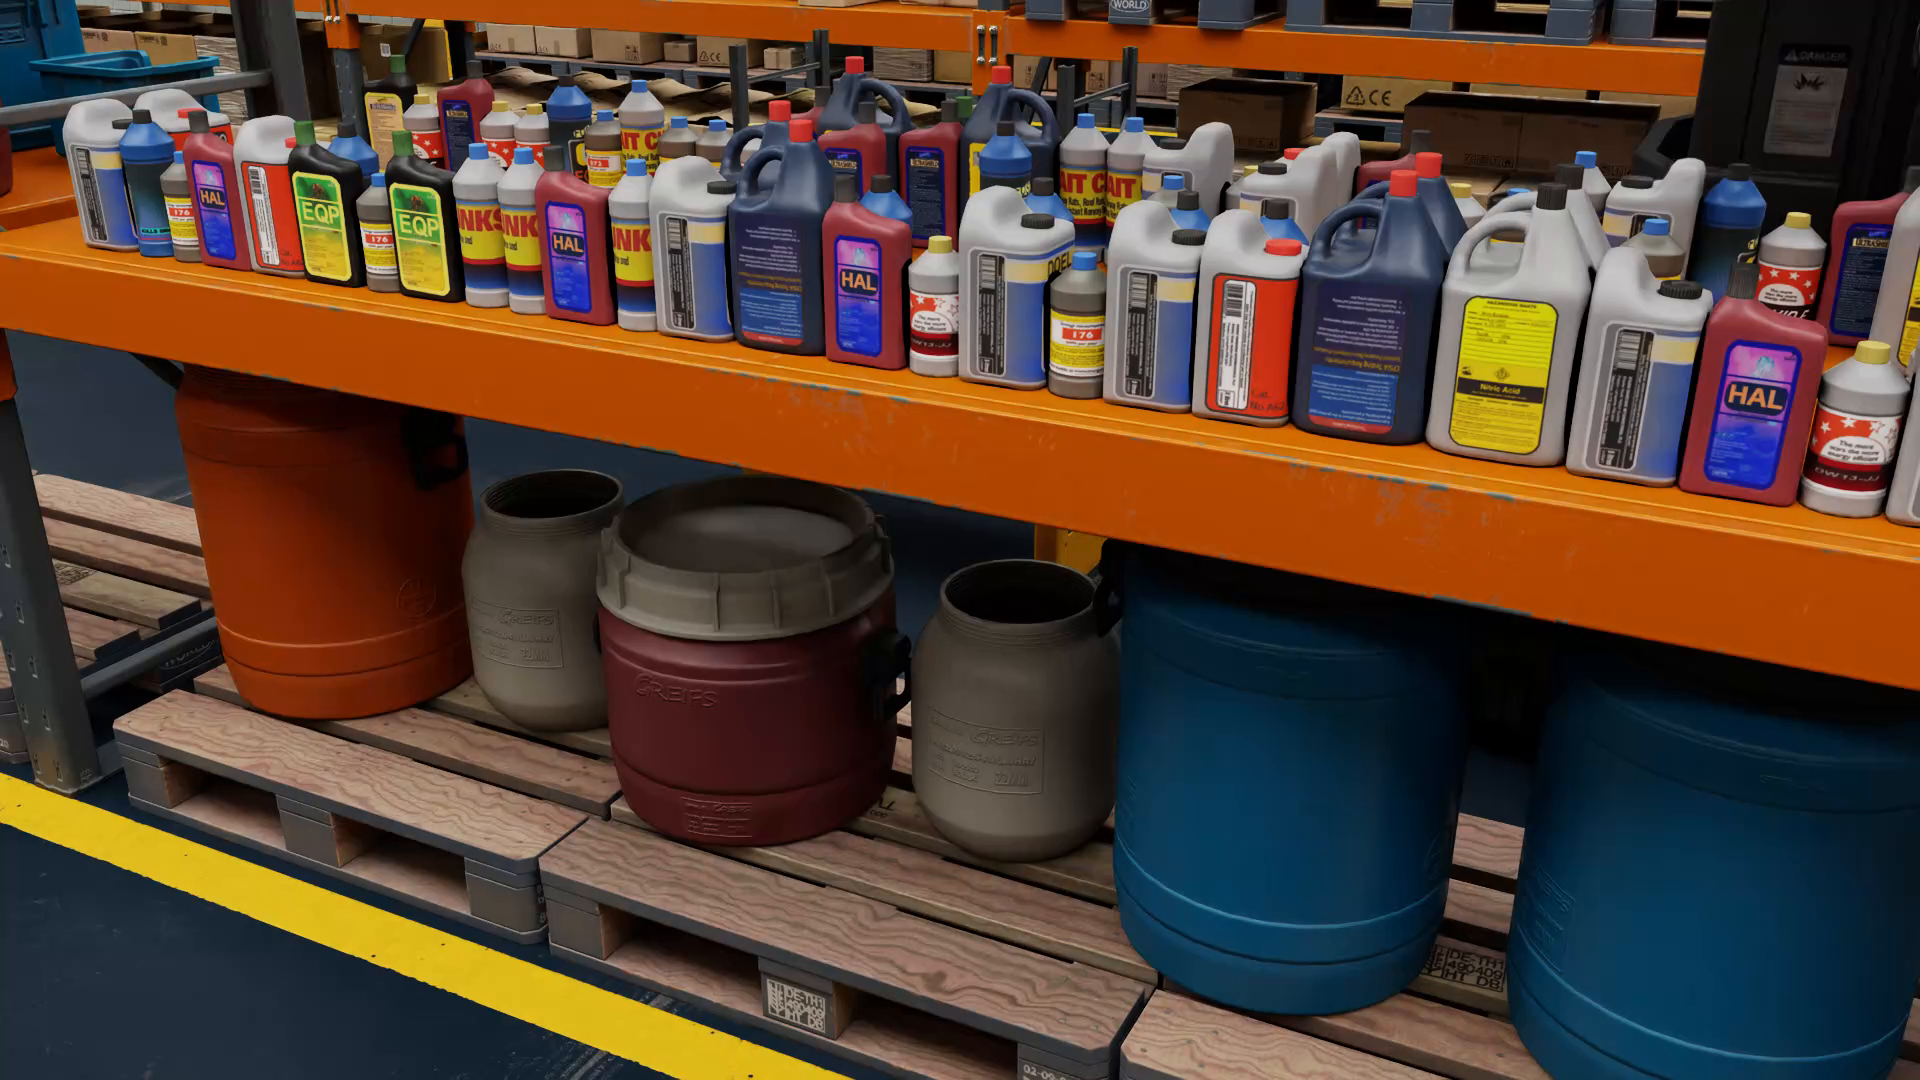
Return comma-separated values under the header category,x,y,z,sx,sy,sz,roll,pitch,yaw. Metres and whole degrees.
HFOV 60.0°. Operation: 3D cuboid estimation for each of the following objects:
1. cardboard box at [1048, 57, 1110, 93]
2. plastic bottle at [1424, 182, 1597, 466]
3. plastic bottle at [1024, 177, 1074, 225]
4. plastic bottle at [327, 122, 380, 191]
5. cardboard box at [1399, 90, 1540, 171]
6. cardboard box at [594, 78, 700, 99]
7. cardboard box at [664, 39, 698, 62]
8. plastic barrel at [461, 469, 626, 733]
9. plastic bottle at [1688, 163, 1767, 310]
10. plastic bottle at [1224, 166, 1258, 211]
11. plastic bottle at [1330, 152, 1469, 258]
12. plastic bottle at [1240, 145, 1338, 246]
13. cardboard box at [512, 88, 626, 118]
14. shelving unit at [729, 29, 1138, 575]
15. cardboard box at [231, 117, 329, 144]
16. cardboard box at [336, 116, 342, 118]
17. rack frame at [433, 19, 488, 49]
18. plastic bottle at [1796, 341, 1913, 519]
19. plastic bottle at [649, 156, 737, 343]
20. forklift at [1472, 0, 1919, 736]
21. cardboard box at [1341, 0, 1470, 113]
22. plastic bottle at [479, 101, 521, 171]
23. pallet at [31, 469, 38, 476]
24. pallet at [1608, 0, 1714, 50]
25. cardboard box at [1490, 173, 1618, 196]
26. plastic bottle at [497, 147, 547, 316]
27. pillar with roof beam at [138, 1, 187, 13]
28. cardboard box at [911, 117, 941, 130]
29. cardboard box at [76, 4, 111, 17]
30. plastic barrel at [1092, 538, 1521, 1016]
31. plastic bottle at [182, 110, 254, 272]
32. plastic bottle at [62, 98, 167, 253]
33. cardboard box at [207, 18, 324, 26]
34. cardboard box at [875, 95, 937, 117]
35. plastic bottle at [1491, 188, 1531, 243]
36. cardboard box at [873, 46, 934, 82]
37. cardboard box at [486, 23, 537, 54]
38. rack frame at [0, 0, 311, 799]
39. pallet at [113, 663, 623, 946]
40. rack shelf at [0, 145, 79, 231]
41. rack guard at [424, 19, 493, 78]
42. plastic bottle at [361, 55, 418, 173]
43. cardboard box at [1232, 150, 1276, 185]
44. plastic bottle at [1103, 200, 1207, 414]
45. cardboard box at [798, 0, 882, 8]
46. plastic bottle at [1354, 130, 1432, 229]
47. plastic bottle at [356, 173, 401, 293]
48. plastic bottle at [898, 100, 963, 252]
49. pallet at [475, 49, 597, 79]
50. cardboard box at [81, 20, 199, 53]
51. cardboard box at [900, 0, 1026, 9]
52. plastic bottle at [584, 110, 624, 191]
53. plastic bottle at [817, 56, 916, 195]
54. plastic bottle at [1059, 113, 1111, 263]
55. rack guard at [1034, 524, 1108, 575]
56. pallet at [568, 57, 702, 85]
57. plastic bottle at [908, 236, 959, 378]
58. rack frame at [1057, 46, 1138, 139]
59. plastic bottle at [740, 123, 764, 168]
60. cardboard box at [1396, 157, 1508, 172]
category,x,y,z,sx,sy,sz,roll,pitch,yaw
cardboard box,1.058,-3.797,12.978,0.500,0.500,0.700,11,25,24
plastic bottle,0.720,-0.286,2.152,0.185,0.351,0.144,11,25,25
plastic bottle,0.126,-0.423,2.577,0.097,0.271,0.097,0,23,0
plastic bottle,-1.110,-0.628,3.058,0.097,0.271,0.097,0,23,0
cardboard box,2.264,-1.823,7.376,0.500,0.250,0.500,11,25,24
cardboard box,-1.811,-2.438,9.411,0.500,0.311,0.500,11,25,24
cardboard box,-2.400,-4.313,14.640,0.250,0.149,0.380,9,25,20
plastic barrel,-0.894,0.134,3.745,0.421,0.512,0.421,0,23,0
plastic bottle,1.236,-0.470,2.686,0.097,0.271,0.097,0,23,0
plastic bottle,0.529,-0.577,3.029,0.097,0.201,0.097,0,23,0
plastic bottle,0.620,-0.369,2.347,0.185,0.351,0.144,11,25,25
plastic bottle,0.551,-0.529,2.819,0.135,0.276,0.152,11,25,25
cardboard box,-2.050,-2.247,8.962,0.500,0.311,0.500,10,25,23
shelving unit,-0.068,-0.704,4.988,1.083,1.500,0.587,11,25,25
cardboard box,-4.168,-2.428,10.103,0.500,0.250,0.500,11,25,25
cardboard box,-3.491,-2.518,10.315,0.500,0.250,0.500,11,25,25
rack frame,-4.552,-5.840,15.148,0.127,3.000,1.000,11,25,25
plastic bottle,1.074,-0.137,1.992,0.097,0.201,0.097,0,23,0
plastic bottle,-0.404,-0.476,2.694,0.135,0.276,0.152,11,25,25
forklift,2.354,-0.868,3.546,3.031,2.935,1.130,11,25,24
cardboard box,3.185,-3.455,11.752,0.750,0.750,0.750,11,25,24
plastic bottle,-1.028,-0.886,3.753,0.097,0.201,0.097,0,23,0
pallet,-3.641,-0.050,5.098,1.213,0.211,1.003,11,25,25
pallet,3.262,-2.081,6.555,1.213,0.211,1.003,11,25,25
cardboard box,2.471,-1.208,6.889,0.500,0.500,0.500,12,26,25
plastic bottle,-0.726,-0.525,2.816,0.097,0.271,0.097,0,23,0
pillar with roof beam,-10.833,-8.335,13.350,0.400,9.000,9.100,11,25,25
cardboard box,-0.222,-1.889,8.118,0.500,0.311,0.500,12,26,26
cardboard box,-6.170,-3.391,11.410,0.500,0.500,0.500,11,25,25
plastic barrel,0.578,0.285,2.892,0.708,0.901,0.600,11,25,25
plastic bottle,-1.369,-0.650,3.094,0.133,0.283,0.061,11,25,25
plastic bottle,-1.642,-0.720,3.270,0.135,0.276,0.152,11,25,25
cardboard box,-4.379,-3.043,10.592,0.500,0.500,0.500,11,25,25
cardboard box,-0.451,-2.167,8.773,0.500,0.311,0.500,11,25,23
plastic bottle,0.942,-0.496,2.837,0.097,0.201,0.097,0,23,0
cardboard box,-0.317,-4.061,13.599,0.500,0.500,0.700,12,26,26
cardboard box,-3.975,-4.651,15.227,0.500,0.311,0.500,8,24,19
rack frame,-1.882,-0.967,3.691,0.127,3.000,1.000,11,25,25
pallet,-1.160,0.441,3.943,1.213,0.211,1.003,11,25,25
rack shelf,-3.667,-0.989,4.662,4.000,0.370,1.077,11,25,25
rack guard,-4.484,-4.676,15.606,0.348,0.500,1.175,11,25,25
plastic bottle,-1.329,-0.991,3.896,0.133,0.283,0.061,11,25,25
cardboard box,1.103,-1.478,7.524,0.500,0.500,0.500,10,25,23
plastic bottle,0.294,-0.337,2.369,0.135,0.276,0.152,11,25,25
cardboard box,-0.571,-2.643,7.953,0.250,0.149,0.380,11,25,25
plastic bottle,0.760,-0.577,2.924,0.133,0.283,0.061,11,25,25
plastic bottle,-1.019,-0.551,2.966,0.097,0.201,0.097,0,23,0
plastic bottle,-0.052,-0.711,3.239,0.133,0.283,0.061,11,25,25
pallet,-3.775,-4.387,15.296,1.213,0.211,1.003,11,25,25
cardboard box,-5.068,-2.944,10.357,0.500,0.500,0.500,11,25,25
cardboard box,0.051,-2.735,7.961,0.500,0.311,0.500,13,26,28
plastic bottle,-0.767,-0.834,3.632,0.097,0.201,0.097,0,23,0
plastic bottle,-0.185,-0.777,3.308,0.185,0.351,0.144,11,25,25
plastic bottle,0.235,-0.668,3.152,0.097,0.271,0.097,0,23,0
rack guard,0.376,-0.041,5.026,0.087,0.250,0.587,11,25,25
pallet,-2.690,-4.171,14.789,1.213,0.211,1.003,11,25,25
plastic bottle,-0.029,-0.355,2.506,0.097,0.201,0.097,0,23,0
rack frame,0.378,-0.615,4.781,0.032,1.500,0.500,11,25,25
plastic bottle,-0.420,-0.765,3.470,0.097,0.201,0.097,0,23,0
cardboard box,2.229,-1.483,7.537,0.500,0.500,0.500,10,25,23
